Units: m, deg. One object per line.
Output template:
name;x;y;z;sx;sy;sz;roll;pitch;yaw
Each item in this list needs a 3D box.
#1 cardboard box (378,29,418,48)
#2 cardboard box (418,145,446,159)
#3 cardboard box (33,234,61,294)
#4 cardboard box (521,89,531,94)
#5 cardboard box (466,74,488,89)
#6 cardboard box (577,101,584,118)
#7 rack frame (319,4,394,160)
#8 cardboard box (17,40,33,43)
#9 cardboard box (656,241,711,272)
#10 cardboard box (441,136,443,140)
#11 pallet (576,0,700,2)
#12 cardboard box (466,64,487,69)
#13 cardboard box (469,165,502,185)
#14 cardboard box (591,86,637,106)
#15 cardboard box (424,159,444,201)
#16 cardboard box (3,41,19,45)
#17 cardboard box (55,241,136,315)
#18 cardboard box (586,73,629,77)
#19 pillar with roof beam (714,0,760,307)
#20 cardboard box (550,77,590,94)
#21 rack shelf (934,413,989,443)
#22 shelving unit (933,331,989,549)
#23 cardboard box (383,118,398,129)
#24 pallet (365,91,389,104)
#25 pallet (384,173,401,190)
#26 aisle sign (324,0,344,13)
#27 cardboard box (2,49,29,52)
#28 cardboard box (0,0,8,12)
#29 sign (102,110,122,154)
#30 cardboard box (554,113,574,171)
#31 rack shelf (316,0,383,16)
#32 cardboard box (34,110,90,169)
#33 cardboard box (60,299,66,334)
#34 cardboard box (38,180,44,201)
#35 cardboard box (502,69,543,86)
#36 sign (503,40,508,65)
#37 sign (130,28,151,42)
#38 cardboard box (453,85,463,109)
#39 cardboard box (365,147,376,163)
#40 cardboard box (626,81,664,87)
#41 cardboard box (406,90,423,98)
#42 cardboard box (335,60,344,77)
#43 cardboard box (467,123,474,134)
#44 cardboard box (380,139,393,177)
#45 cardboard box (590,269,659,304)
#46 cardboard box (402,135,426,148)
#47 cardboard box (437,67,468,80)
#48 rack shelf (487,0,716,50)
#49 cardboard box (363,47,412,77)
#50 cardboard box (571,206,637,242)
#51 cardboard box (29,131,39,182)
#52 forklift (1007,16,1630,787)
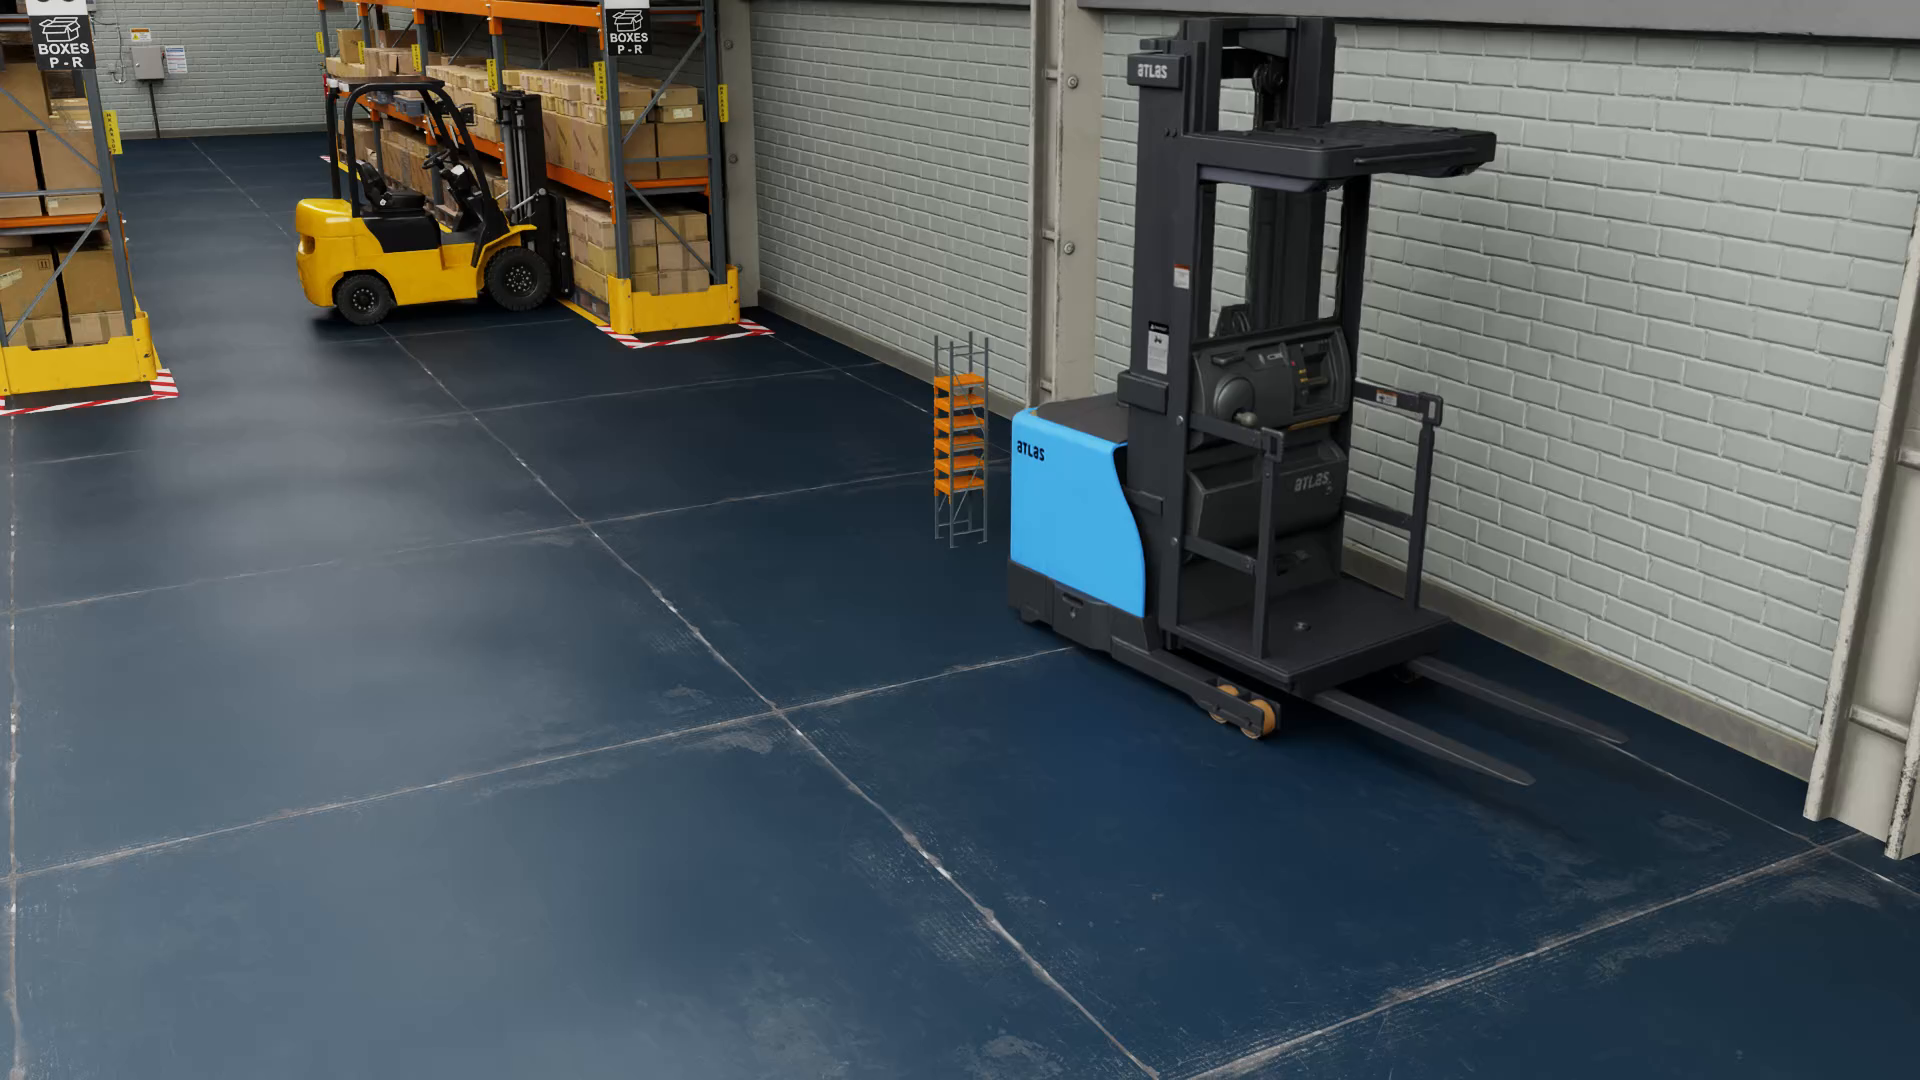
cardboard box;-8.808;-7.750;26.117;0.500;0.500;0.500;-11;22;-28
cardboard box;-7.050;-5.209;22.321;0.380;0.149;0.250;-11;22;-29
cardboard box;-8.098;-2.381;14.354;0.500;0.500;0.500;-11;22;-28
cardboard box;-4.292;-4.555;17.087;0.380;0.149;0.250;-9;21;-25
cardboard box;-5.527;-5.341;19.362;0.380;0.149;0.250;-10;21;-26
cardboard box;-3.373;-4.048;15.617;0.380;0.149;0.250;-10;21;-27
rack frame;-10.235;-8.006;28.233;1.000;3.000;0.127;-10;21;-27
cardboard box;-11.065;-5.779;20.095;0.500;0.500;0.500;-10;21;-26
cardboard box;-2.677;-2.715;15.705;0.500;0.250;0.500;-10;21;-26
cardboard box;-7.161;-5.677;23.680;0.380;0.149;0.250;-11;22;-29
pallet;-2.950;-4.996;15.047;1.003;0.211;1.213;-10;21;-27
cardboard box;-6.103;-6.001;21.276;0.380;0.149;0.250;-9;21;-25
cardboard box;-5.514;-4.224;20.271;0.875;0.625;0.625;-11;22;-29
cardboard box;-3.137;-4.043;15.146;0.380;0.149;0.250;-10;21;-27
cardboard box;-6.826;-4.814;22.172;0.500;0.500;0.500;-9;21;-25
cardboard box;-11.278;-5.567;19.480;0.500;0.500;0.500;-11;22;-28
cardboard box;-7.155;-2.177;13.763;0.500;0.500;0.500;-11;22;-28
cardboard box;-3.619;-4.718;17.103;0.380;0.149;0.250;-10;22;-28
pillar with roof beam;-5.963;-5.921;12.995;9.100;9.000;0.400;-10;21;-27
cardboard box;-3.831;-4.491;16.445;0.380;0.149;0.250;-10;21;-26
rack shelf;0.007;-0.634;9.399;0.258;0.103;0.180;-10;21;-27
shelving unit;0.007;-0.563;9.424;0.258;1.200;0.189;-10;21;-27
cardboard box;-8.346;-6.187;24.699;0.380;0.149;0.250;-10;22;-28
pallet;-8.052;-6.520;24.223;1.003;0.211;1.213;-10;21;-27
pallet;-7.916;-5.311;24.700;1.003;0.211;1.213;-10;21;-27
aisle sign;-10.525;-9.209;27.734;0.394;0.787;0.004;-10;21;-27
cardboard box;-8.447;-3.993;14.463;0.700;0.500;0.500;-11;22;-28
cardboard box;-7.724;-4.232;13.083;0.380;0.149;0.250;-10;21;-26
sign;-6.526;-3.136;12.793;0.100;0.325;0.005;-10;21;-27
cardboard box;-3.583;-3.858;16.059;0.500;0.500;0.500;-10;22;-28
rack shelf;-9.285;-8.509;26.197;1.077;0.370;4.000;-10;21;-27
cardboard box;-7.725;-3.448;14.417;0.500;0.500;0.500;-10;22;-28
cardboard box;-7.863;-1.882;14.057;0.500;0.250;0.500;-10;21;-26
cardboard box;-7.837;-2.895;13.808;0.380;0.149;0.250;-10;21;-26
cardboard box;-4.646;-4.918;17.681;0.380;0.149;0.250;-10;21;-26
sign;-5.949;-6.343;21.641;0.100;0.325;0.005;-10;21;-27
sign;-15.528;-9.575;31.517;0.339;0.242;0.001;-10;21;-27
cardboard box;-5.706;-5.269;19.767;0.500;0.250;0.500;-10;21;-26
cardboard box;-9.028;-5.980;25.911;0.396;0.266;0.258;-9;21;-25
cardboard box;-2.945;-4.264;15.785;0.380;0.149;0.250;-10;21;-26
cardboard box;-7.085;-5.918;21.924;0.380;0.149;0.250;-10;21;-26
cardboard box;-9.773;-7.614;26.871;0.500;0.250;0.500;-10;22;-28
cardboard box;-5.458;-4.885;19.419;0.500;0.250;0.500;-10;21;-26
cardboard box;-8.304;-5.700;24.741;0.500;0.500;0.500;-9;21;-24
cardboard box;-3.138;-2.397;15.551;0.500;0.250;0.500;-10;21;-26
cardboard box;-7.724;-5.671;23.663;0.380;0.149;0.250;-9;21;-25
cardboard box;-6.271;-5.780;20.634;0.380;0.149;0.250;-9;21;-25
rack shelf;-3.587;-5.064;16.214;1.077;0.370;4.000;-10;21;-27
cardboard box;-8.302;-6.930;24.318;0.700;0.500;0.500;-9;21;-25
cardboard box;-3.378;-3.013;15.804;0.500;0.250;0.500;-10;21;-26
cardboard box;-7.972;-3.232;13.790;0.500;0.500;0.500;-10;21;-27
forklift;1.514;-0.711;7.199;1.130;2.935;3.031;-13;23;-34
